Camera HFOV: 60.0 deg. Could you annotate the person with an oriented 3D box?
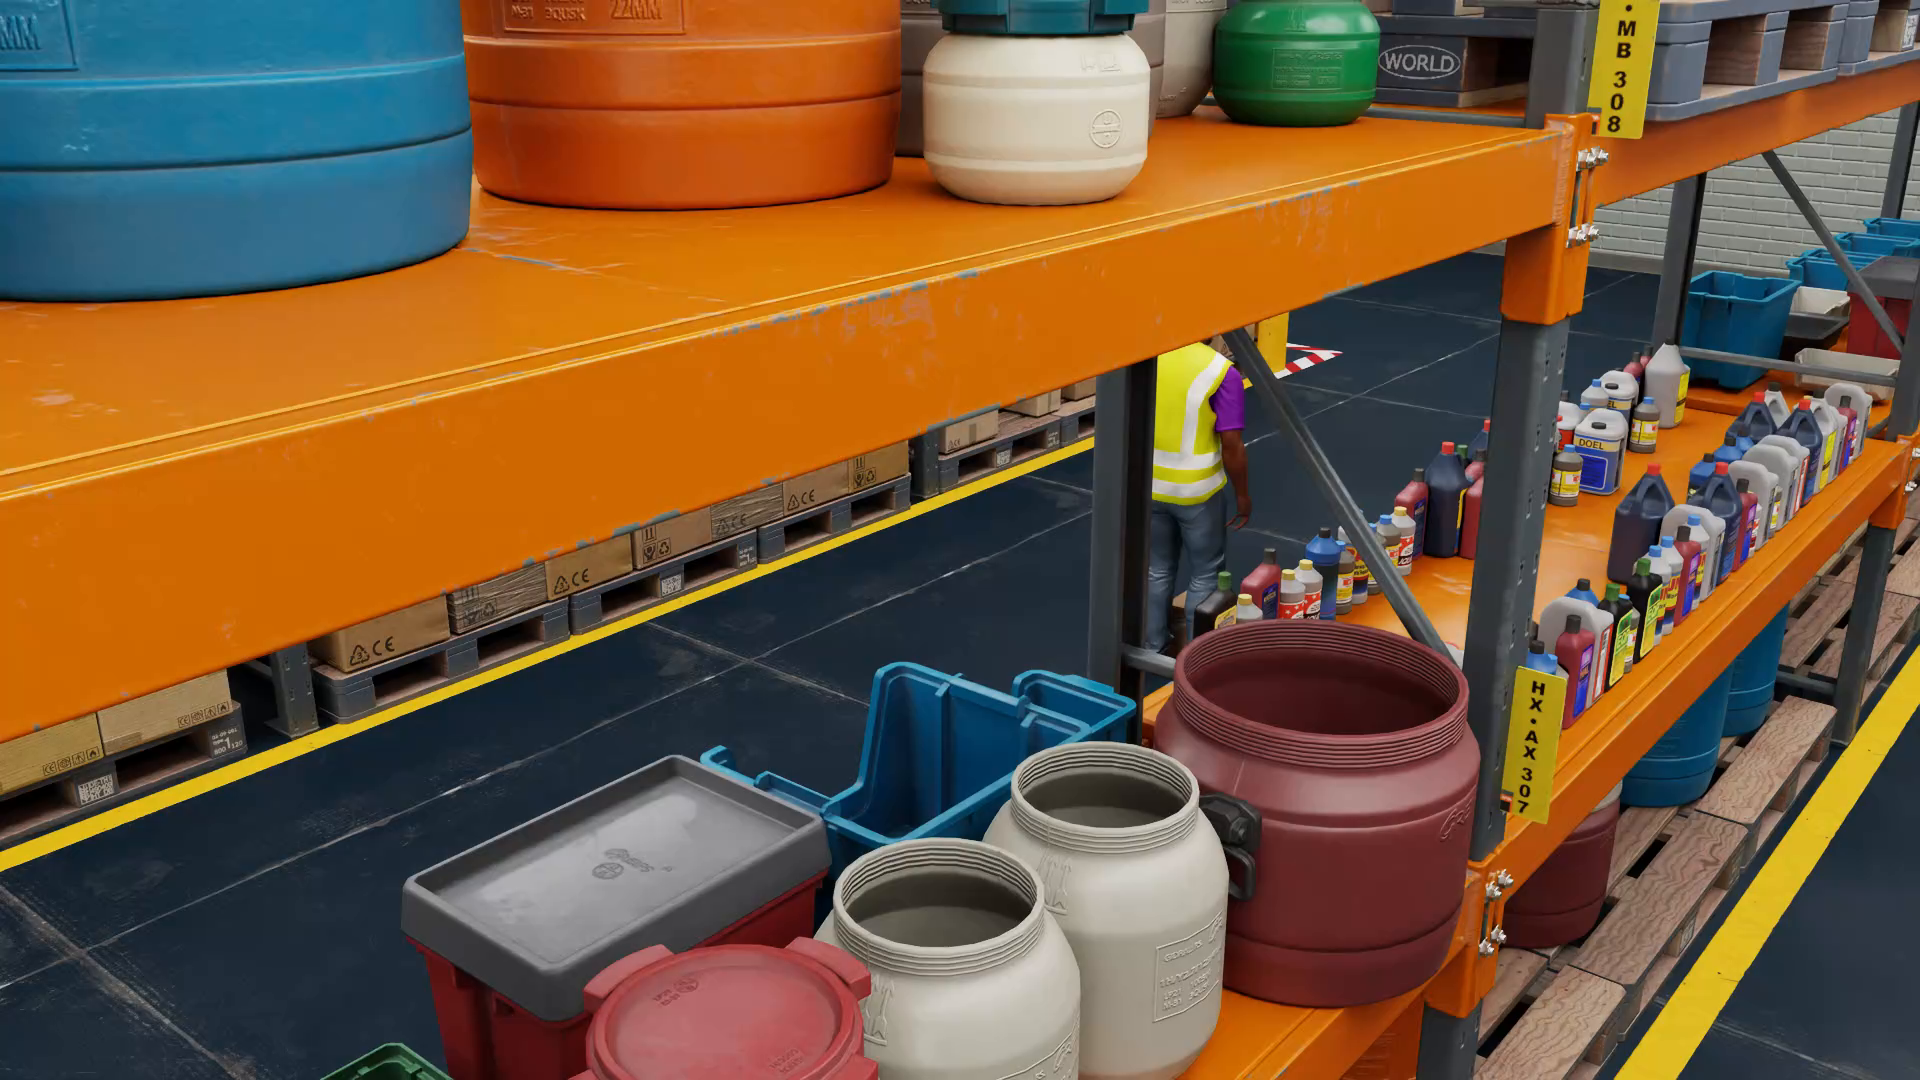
[{"bbox_3d":[0.977,-0.246,7.221,0.627,1.761,0.456,16,25,37],"label":"person"}]
